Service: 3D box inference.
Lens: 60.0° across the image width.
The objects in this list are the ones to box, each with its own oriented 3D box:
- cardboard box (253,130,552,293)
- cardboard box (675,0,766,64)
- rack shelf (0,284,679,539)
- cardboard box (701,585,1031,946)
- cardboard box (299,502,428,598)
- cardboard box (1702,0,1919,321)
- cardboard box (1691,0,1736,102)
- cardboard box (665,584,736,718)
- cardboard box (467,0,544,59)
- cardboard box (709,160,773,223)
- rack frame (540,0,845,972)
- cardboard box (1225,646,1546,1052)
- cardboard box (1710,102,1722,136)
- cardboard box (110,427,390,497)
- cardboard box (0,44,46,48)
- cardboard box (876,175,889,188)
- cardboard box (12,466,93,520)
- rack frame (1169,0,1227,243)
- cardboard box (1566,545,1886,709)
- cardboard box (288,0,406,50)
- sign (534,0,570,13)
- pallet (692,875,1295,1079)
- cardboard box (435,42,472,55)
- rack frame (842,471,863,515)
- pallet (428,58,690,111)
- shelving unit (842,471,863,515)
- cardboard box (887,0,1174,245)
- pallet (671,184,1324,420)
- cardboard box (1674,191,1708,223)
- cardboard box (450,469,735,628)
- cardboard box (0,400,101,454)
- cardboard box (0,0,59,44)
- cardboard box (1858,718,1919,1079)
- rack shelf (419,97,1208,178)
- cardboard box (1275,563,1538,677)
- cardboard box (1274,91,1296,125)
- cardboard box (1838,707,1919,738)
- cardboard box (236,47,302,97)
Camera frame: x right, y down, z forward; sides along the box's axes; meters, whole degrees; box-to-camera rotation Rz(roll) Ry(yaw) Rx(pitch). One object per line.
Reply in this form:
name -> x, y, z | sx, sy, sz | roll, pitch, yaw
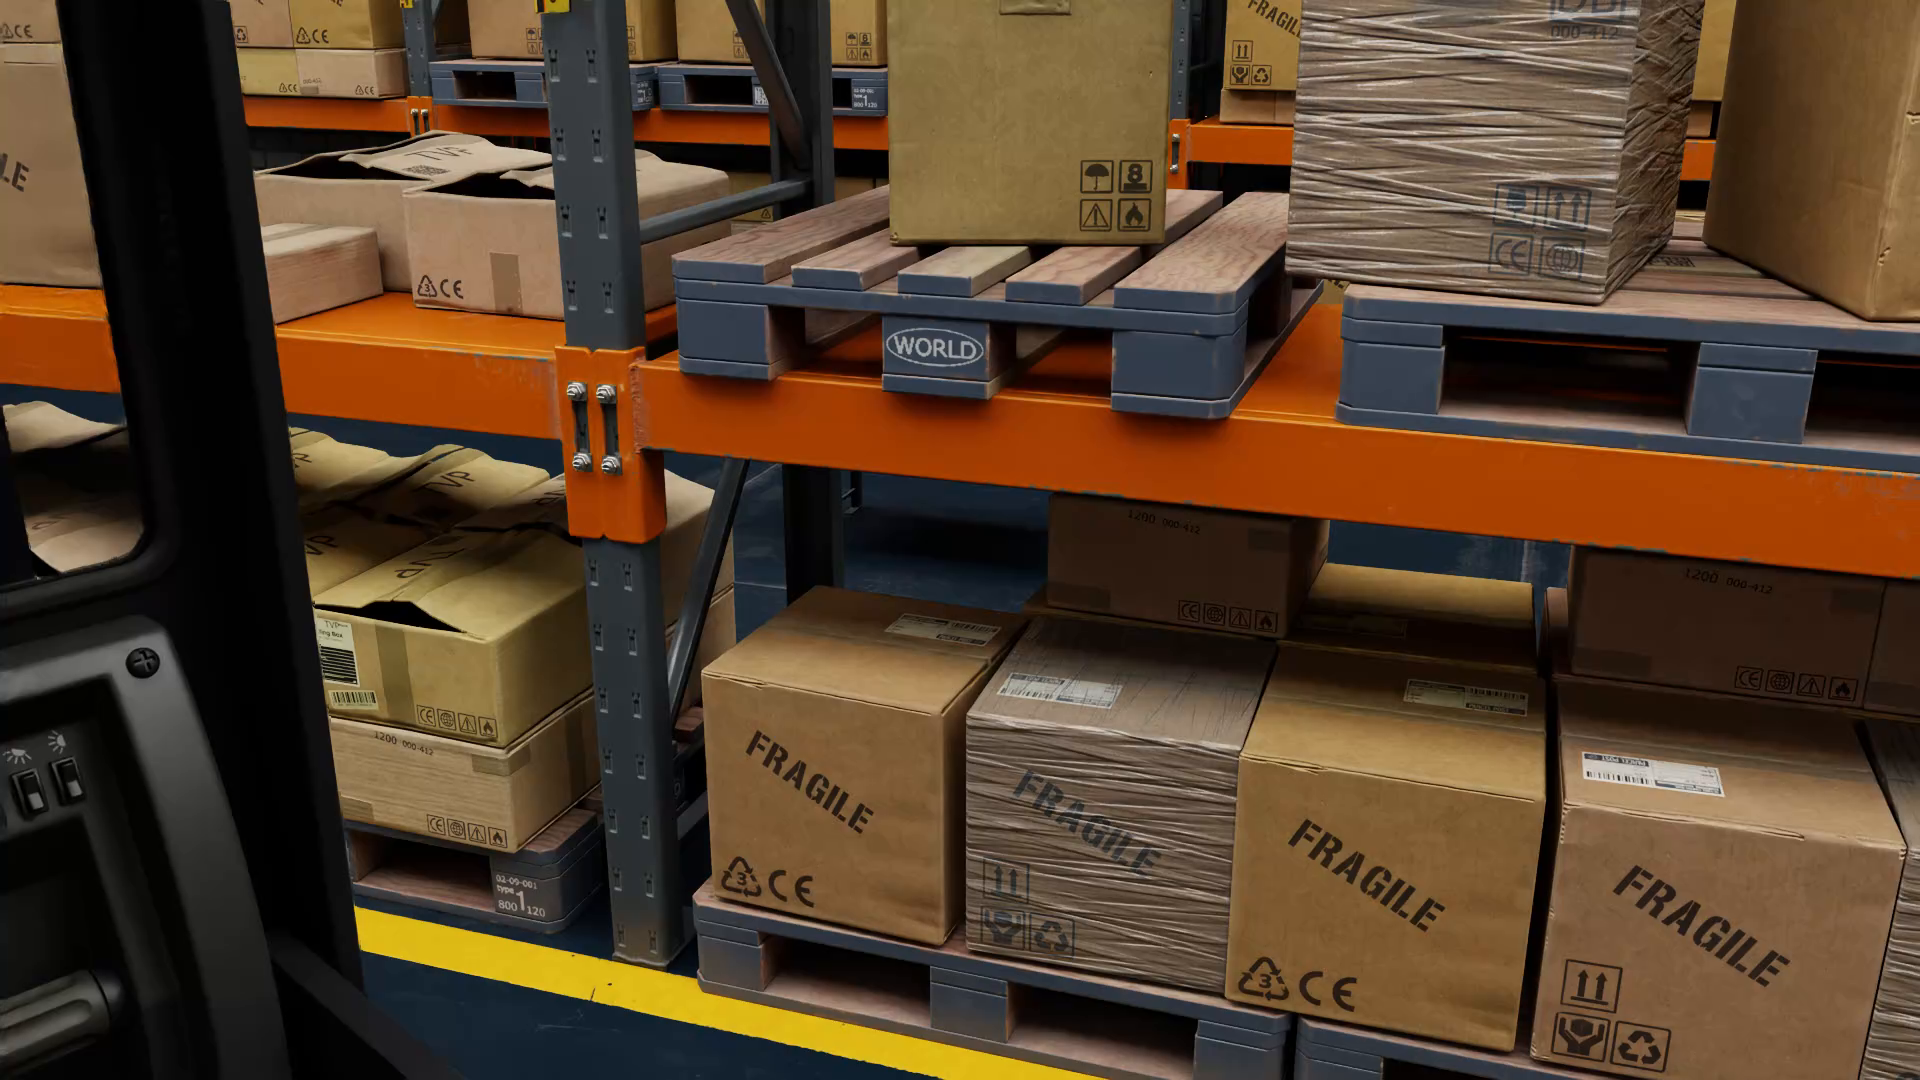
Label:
cardboard box -> -1.292, -0.788, 3.917 | 0.500, 0.311, 0.500 | 6, 20, 17
cardboard box -> -1.040, -2.712, 8.478 | 0.500, 0.500, 0.700 | 10, 21, 26
rack shelf -> -2.400, -0.550, 4.190 | 4.000, 0.370, 1.077 | 7, 20, 18
cardboard box -> -0.175, 0.437, 3.395 | 0.500, 0.500, 0.500 | 7, 21, 20
cardboard box -> -1.580, 0.127, 3.841 | 0.500, 0.311, 0.500 | 6, 20, 17
cardboard box -> 1.578, -0.659, 2.619 | 0.500, 0.500, 0.700 | 1, 19, 4
cardboard box -> 2.940, -2.112, 6.944 | 0.500, 0.500, 0.500 | 7, 20, 20
cardboard box -> -0.909, 0.278, 4.260 | 0.500, 0.250, 0.500 | 6, 20, 18
cardboard box -> -2.198, -2.836, 8.834 | 0.500, 0.500, 0.700 | 7, 20, 18
cardboard box -> -1.057, -1.852, 8.822 | 0.500, 0.250, 0.500 | 6, 20, 16
rack frame -> -0.511, -0.674, 3.452 | 0.127, 3.000, 1.000 | 7, 20, 18
cardboard box -> 0.794, 0.547, 3.078 | 0.500, 0.500, 0.500 | 6, 20, 17
cardboard box -> 3.292, -1.772, 6.955 | 0.250, 0.149, 0.380 | 6, 20, 17
cardboard box -> -1.889, -0.096, 4.483 | 0.500, 0.311, 0.500 | 6, 20, 17
cardboard box -> -2.599, -0.954, 4.104 | 0.500, 0.500, 0.500 | 7, 20, 18
cardboard box -> -0.104, -1.738, 8.496 | 0.500, 0.250, 0.500 | 7, 20, 19
cardboard box -> -2.528, 0.017, 4.157 | 0.500, 0.311, 0.500 | 7, 20, 20
rack frame -> 1.111, -2.214, 7.872 | 0.127, 3.000, 1.000 | 7, 20, 18
cardboard box -> 1.472, 0.087, 3.260 | 0.500, 0.250, 0.500 | 6, 20, 17
cardboard box -> -3.216, -2.894, 8.880 | 0.500, 0.500, 0.500 | 6, 20, 18
sign -> -0.690, -1.048, 2.765 | 0.005, 0.325, 0.100 | 7, 20, 18
pallet -> 0.182, 0.735, 3.646 | 1.213, 0.211, 1.003 | 7, 20, 18
cardboard box -> -3.041, -2.703, 9.470 | 0.500, 0.250, 0.500 | 7, 20, 19
rack frame -> -0.474, -0.585, 6.047 | 0.032, 1.125, 0.500 | 7, 20, 18
pallet -> -1.993, -2.428, 8.776 | 1.213, 0.211, 1.003 | 7, 20, 18
shelving unit -> 0.006, -0.530, 5.889 | 1.048, 1.125, 0.538 | 7, 20, 18
cardboard box -> 0.121, -0.886, 3.272 | 0.500, 0.500, 0.700 | 0, 19, 0
pallet -> 0.152, -0.532, 3.336 | 1.003, 0.211, 1.213 | 7, 20, 18
cardboard box -> 3.392, -1.090, 7.275 | 0.750, 0.750, 0.750 | 7, 20, 20
cardboard box -> -0.909, 0.014, 4.167 | 0.500, 0.311, 0.500 | 7, 20, 20
cardboard box -> -2.849, -0.207, 4.800 | 0.500, 0.311, 0.500 | 6, 20, 18
cardboard box -> -5.144, -3.112, 9.505 | 0.500, 0.500, 0.500 | 6, 20, 16
cardboard box -> 1.769, 0.656, 2.765 | 0.500, 0.500, 0.500 | 7, 20, 19
rack shelf -> -0.778, -2.091, 8.610 | 4.000, 0.370, 1.077 | 7, 20, 18
cardboard box -> 0.938, 0.383, 3.550 | 0.500, 0.500, 0.500 | 6, 20, 16
cardboard box -> 1.581, -1.968, 7.515 | 0.250, 0.149, 0.380 | 7, 20, 19
cardboard box -> 1.913, 0.492, 3.236 | 0.500, 0.500, 0.500 | 7, 20, 19
cardboard box -> -3.682, -2.598, 9.171 | 0.500, 0.250, 0.500 | 7, 20, 18
